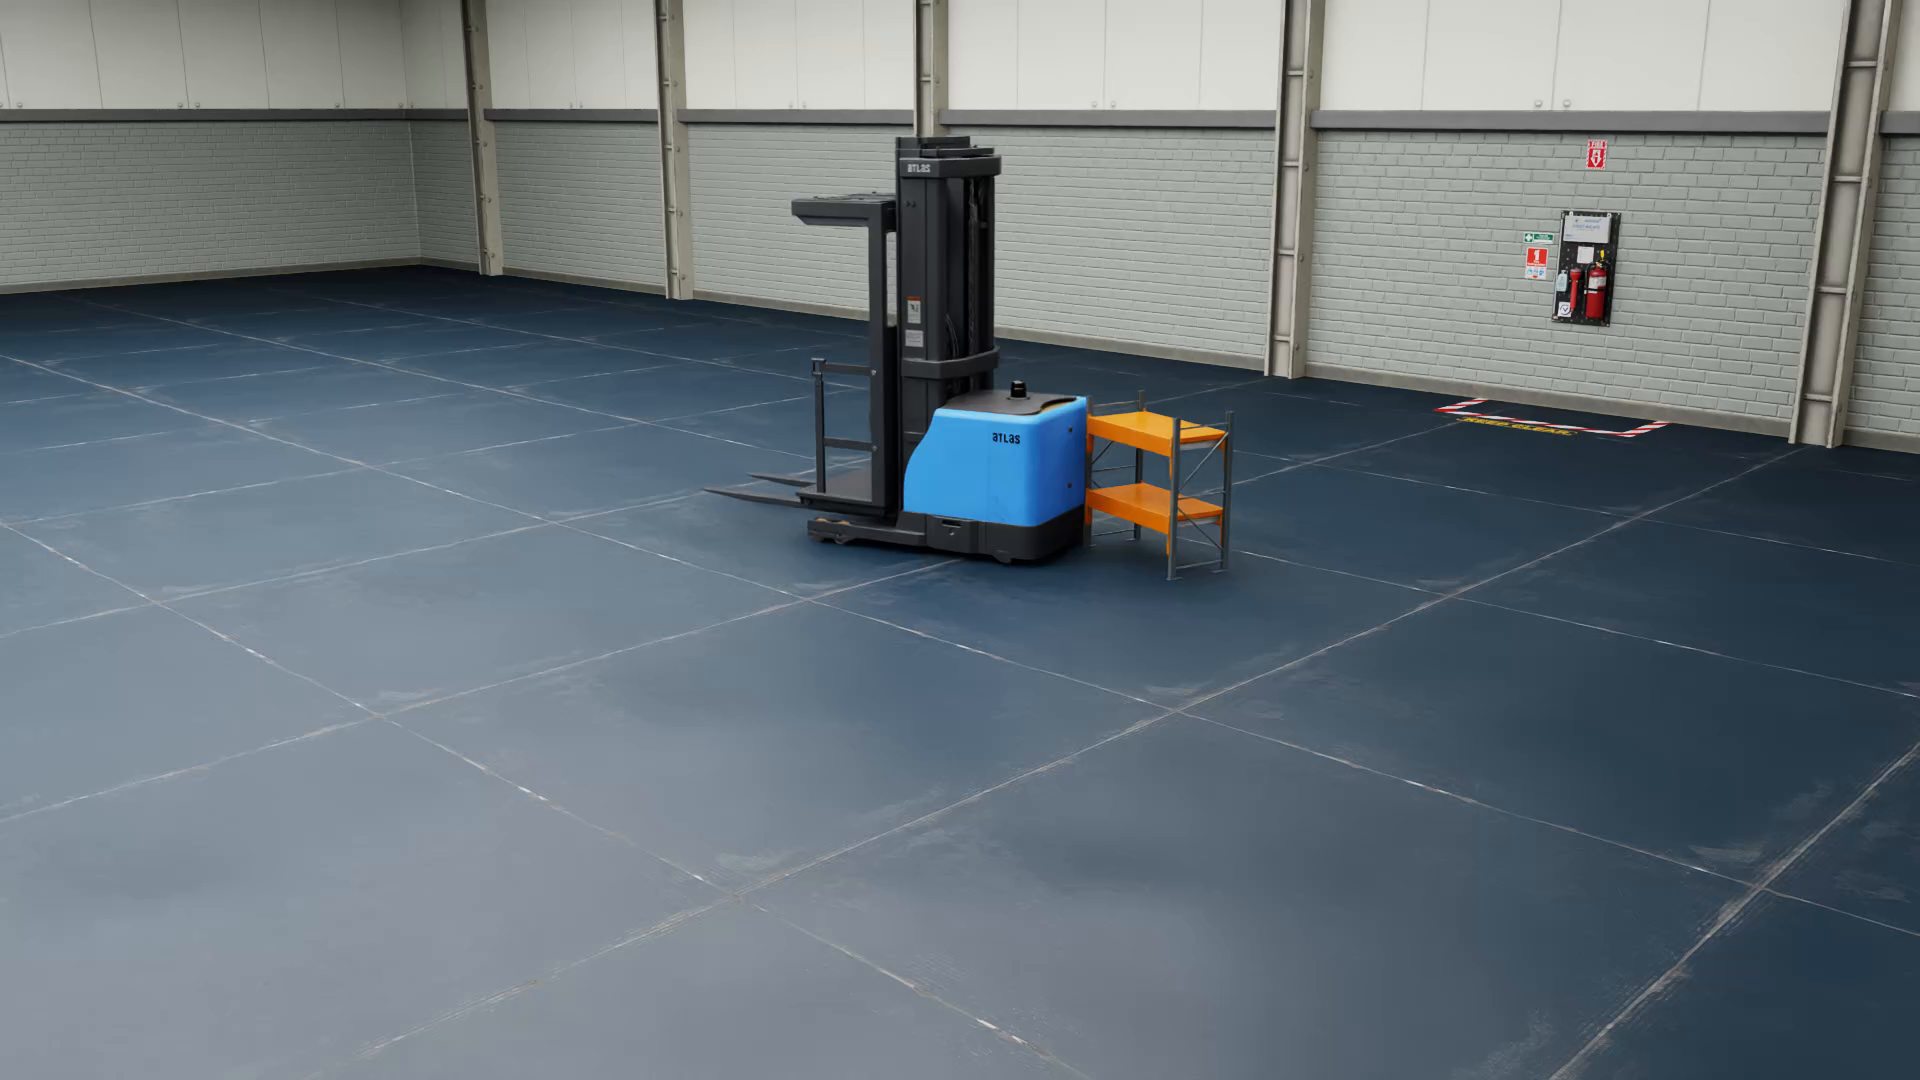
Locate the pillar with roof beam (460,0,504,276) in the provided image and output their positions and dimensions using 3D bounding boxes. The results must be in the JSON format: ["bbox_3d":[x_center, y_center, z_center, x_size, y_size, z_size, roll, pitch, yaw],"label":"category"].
[{"bbox_3d":[-12.032,-8.705,27.992,0.400,9.000,9.100,14,20,42],"label":"pillar with roof beam"}]

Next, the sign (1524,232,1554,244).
[{"bbox_3d":[6.151,-3.209,17.676,0.331,0.109,0.001,14,20,42],"label":"sign"}]

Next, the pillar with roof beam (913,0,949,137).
[{"bbox_3d":[-3.394,-6.604,19.932,0.400,9.000,9.100,14,20,42],"label":"pillar with roof beam"}]

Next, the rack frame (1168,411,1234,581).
[{"bbox_3d":[1.645,-0.299,11.349,0.500,1.125,0.032,-8,17,-29],"label":"rack frame"}]

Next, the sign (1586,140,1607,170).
[{"bbox_3d":[6.544,-3.963,17.096,0.199,0.298,0.001,14,20,42],"label":"sign"}]

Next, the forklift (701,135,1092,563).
[{"bbox_3d":[-0.559,-1.499,12.372,3.031,2.935,1.130,8,17,28],"label":"forklift"}]

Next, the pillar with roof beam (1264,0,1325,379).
[{"bbox_3d":[0.925,-5.554,15.902,0.400,9.000,9.100,14,20,42],"label":"pillar with roof beam"}]

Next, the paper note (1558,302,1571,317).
[{"bbox_3d":[6.401,-2.439,17.592,0.142,0.148,0.016,14,20,42],"label":"paper note"}]

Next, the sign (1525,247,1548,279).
[{"bbox_3d":[6.154,-2.955,17.752,0.234,0.329,0.001,14,20,42],"label":"sign"}]

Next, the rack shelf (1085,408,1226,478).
[{"bbox_3d":[1.387,-0.693,11.699,0.538,0.278,1.000,-8,17,-29],"label":"rack shelf"}]

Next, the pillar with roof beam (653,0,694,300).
[{"bbox_3d":[-7.713,-7.654,23.962,0.400,9.000,9.100,14,20,42],"label":"pillar with roof beam"}]

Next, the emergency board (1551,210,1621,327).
[{"bbox_3d":[6.480,-2.822,17.314,0.643,1.169,0.194,14,20,42],"label":"emergency board"}]

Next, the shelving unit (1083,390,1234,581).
[{"bbox_3d":[1.387,-0.409,11.773,0.538,1.125,1.048,-8,17,-29],"label":"shelving unit"}]

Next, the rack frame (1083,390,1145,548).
[{"bbox_3d":[1.129,-0.520,12.197,0.500,1.125,0.032,-8,17,-29],"label":"rack frame"}]

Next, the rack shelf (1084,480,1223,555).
[{"bbox_3d":[1.387,-0.173,11.834,0.538,0.278,1.000,-8,17,-29],"label":"rack shelf"}]

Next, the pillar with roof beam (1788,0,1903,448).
[{"bbox_3d":[5.245,-4.504,11.872,0.400,9.000,9.100,14,20,42],"label":"pillar with roof beam"}]
